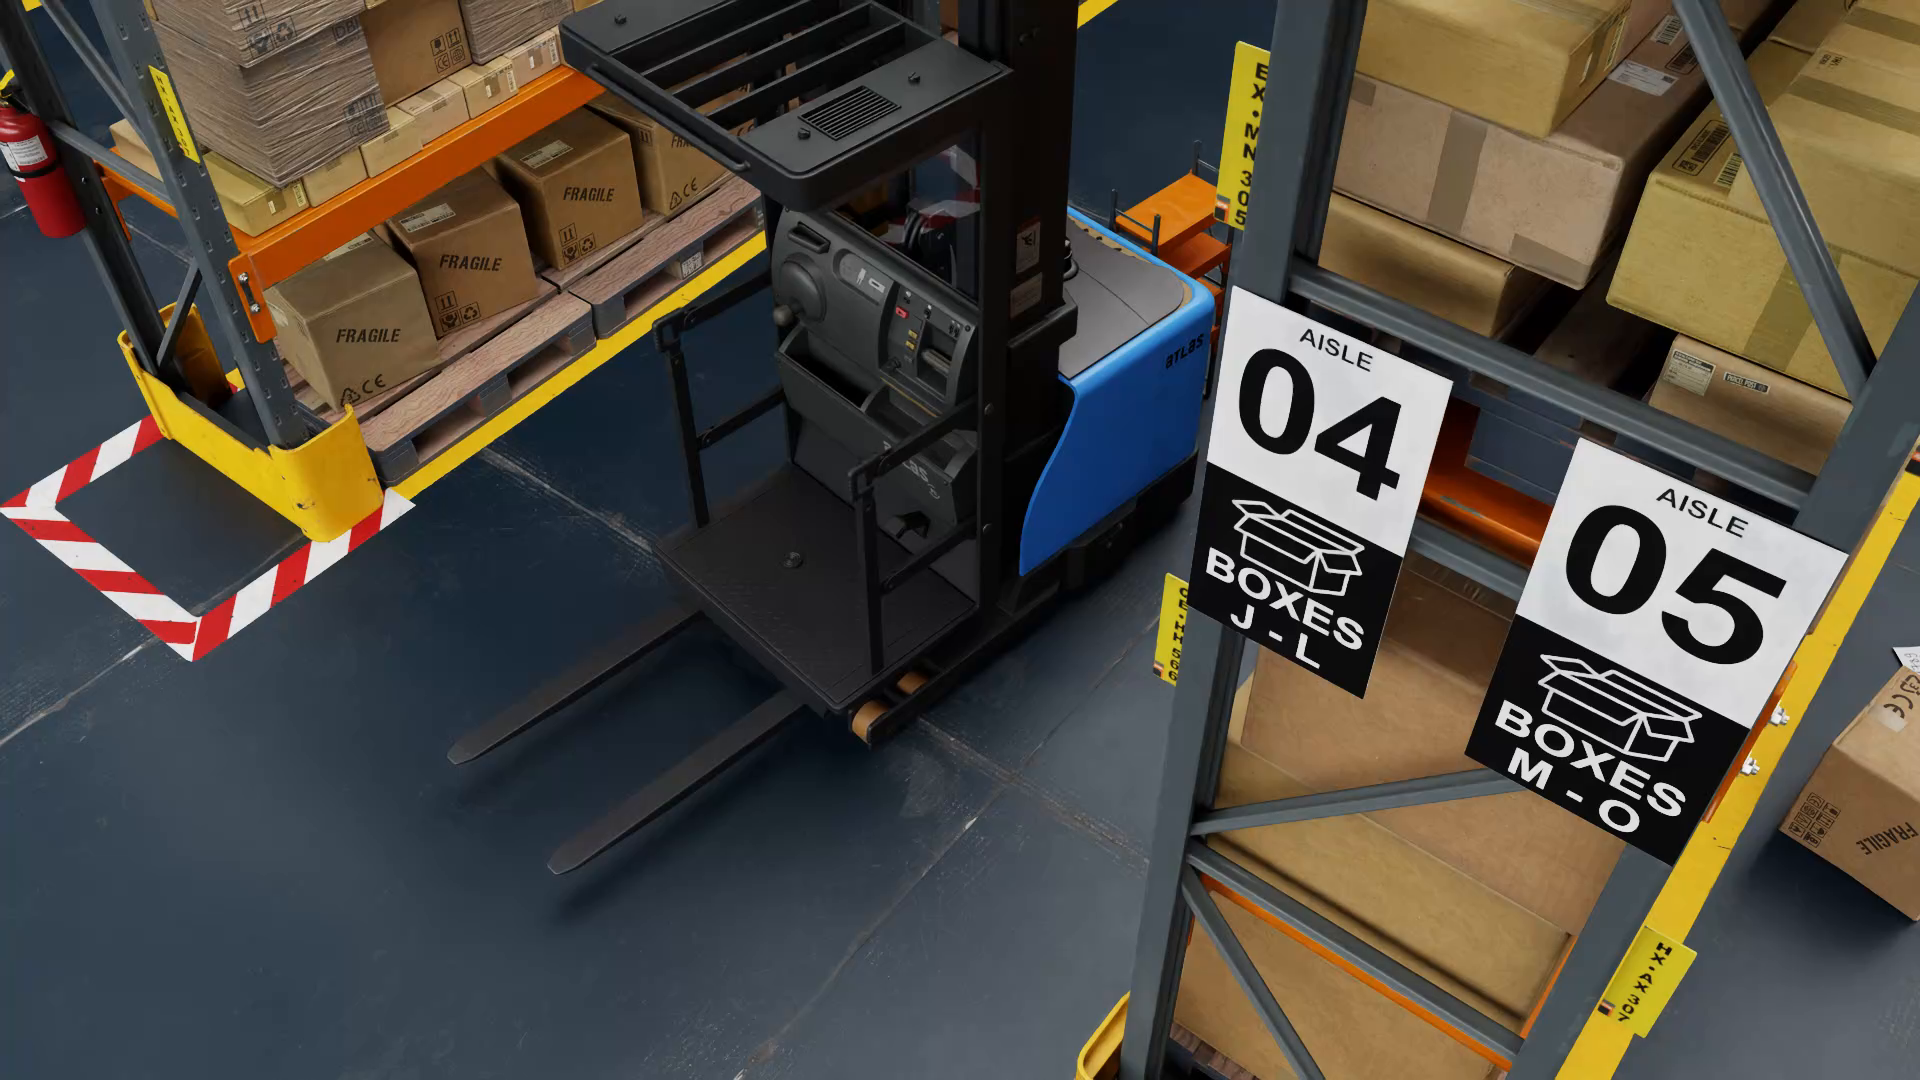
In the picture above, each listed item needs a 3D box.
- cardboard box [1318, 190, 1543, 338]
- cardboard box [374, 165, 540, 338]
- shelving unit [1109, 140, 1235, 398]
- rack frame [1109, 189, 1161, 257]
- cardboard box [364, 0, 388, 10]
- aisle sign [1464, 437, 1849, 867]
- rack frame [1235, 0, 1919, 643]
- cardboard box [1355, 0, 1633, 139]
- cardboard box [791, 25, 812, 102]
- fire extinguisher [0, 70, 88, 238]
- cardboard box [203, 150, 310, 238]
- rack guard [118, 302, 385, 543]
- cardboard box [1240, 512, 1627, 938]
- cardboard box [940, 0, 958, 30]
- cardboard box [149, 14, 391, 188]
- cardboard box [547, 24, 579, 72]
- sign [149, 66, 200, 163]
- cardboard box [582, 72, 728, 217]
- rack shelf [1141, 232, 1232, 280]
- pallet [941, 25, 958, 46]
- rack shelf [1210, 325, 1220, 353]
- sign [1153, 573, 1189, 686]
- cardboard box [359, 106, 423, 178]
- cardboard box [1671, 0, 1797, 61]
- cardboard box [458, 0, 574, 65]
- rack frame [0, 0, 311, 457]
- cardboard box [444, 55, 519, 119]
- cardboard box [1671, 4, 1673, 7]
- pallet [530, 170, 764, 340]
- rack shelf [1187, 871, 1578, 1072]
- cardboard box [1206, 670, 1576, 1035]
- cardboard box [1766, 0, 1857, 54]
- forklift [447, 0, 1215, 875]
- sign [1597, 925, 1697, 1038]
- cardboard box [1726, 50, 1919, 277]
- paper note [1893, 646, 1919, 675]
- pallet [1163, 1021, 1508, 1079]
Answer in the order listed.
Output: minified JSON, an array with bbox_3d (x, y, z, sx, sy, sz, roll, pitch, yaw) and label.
[{"bbox_3d":[0.821,-0.537,2.929,0.380,0.149,0.250,29,53,25],"label":"cardboard box"},{"bbox_3d":[-2.244,-1.308,7.363,0.500,0.500,0.500,-29,53,-25],"label":"cardboard box"},{"bbox_3d":[0.845,-0.987,6.863,0.503,1.200,0.258,-35,55,-29],"label":"shelving unit"},{"bbox_3d":[0.668,-0.865,6.746,0.015,1.200,0.240,-35,55,-29],"label":"rack frame"},{"bbox_3d":[-2.114,-2.279,5.886,0.500,0.500,0.500,29,53,25],"label":"cardboard box"},{"bbox_3d":[1.080,0.207,2.680,0.394,0.787,0.004,29,53,25],"label":"aisle sign"},{"bbox_3d":[0.886,-1.141,1.616,1.000,3.000,0.127,29,53,25],"label":"rack frame"},{"bbox_3d":[0.823,-0.815,2.643,0.380,0.149,0.250,30,53,25],"label":"cardboard box"},{"bbox_3d":[-0.808,-2.678,8.672,0.500,0.500,0.500,28,52,24],"label":"cardboard box"},{"bbox_3d":[-3.412,-1.430,6.096,0.296,0.674,0.183,29,53,25],"label":"fire extinguisher"},{"bbox_3d":[-2.615,-1.290,6.081,0.380,0.149,0.250,29,53,25],"label":"cardboard box"},{"bbox_3d":[-2.931,-0.499,6.881,1.175,0.500,0.348,29,53,25],"label":"rack guard"},{"bbox_3d":[1.143,0.312,3.527,0.875,0.550,0.550,29,53,25],"label":"cardboard box"},{"bbox_3d":[-0.140,-3.238,9.193,0.700,0.500,0.500,25,51,22],"label":"cardboard box"},{"bbox_3d":[-2.620,-1.759,6.081,0.875,0.500,0.500,29,53,25],"label":"cardboard box"},{"bbox_3d":[-1.621,-2.105,6.860,0.380,0.149,0.250,29,53,25],"label":"cardboard box"},{"bbox_3d":[-2.548,-1.378,5.393,0.100,0.325,0.005,29,53,25],"label":"sign"},{"bbox_3d":[-1.470,-1.957,7.983,0.500,0.500,0.500,25,51,22],"label":"cardboard box"},{"bbox_3d":[0.845,-1.095,6.750,0.480,0.148,0.258,-35,55,-29],"label":"rack shelf"},{"bbox_3d":[-0.057,-3.091,9.556,1.003,0.211,1.213,29,53,25],"label":"pallet"},{"bbox_3d":[0.845,-0.803,7.055,0.480,0.148,0.258,-35,55,-29],"label":"rack shelf"},{"bbox_3d":[0.465,0.202,3.518,0.100,0.325,0.005,29,53,25],"label":"sign"},{"bbox_3d":[-2.282,-1.561,6.340,0.380,0.149,0.250,29,53,25],"label":"cardboard box"},{"bbox_3d":[1.270,-1.024,3.118,0.500,0.250,0.500,29,53,25],"label":"cardboard box"},{"bbox_3d":[-2.069,-2.365,6.660,0.875,0.500,0.500,29,53,25],"label":"cardboard box"},{"bbox_3d":[-2.978,-1.319,5.936,1.000,3.000,0.127,29,53,25],"label":"rack frame"},{"bbox_3d":[-1.987,-1.853,6.619,0.380,0.149,0.250,29,53,25],"label":"cardboard box"},{"bbox_3d":[1.134,-1.104,2.919,0.380,0.149,0.250,30,53,26],"label":"cardboard box"},{"bbox_3d":[-1.660,-1.544,8.078,1.003,0.211,1.213,29,53,25],"label":"pallet"},{"bbox_3d":[2.108,0.036,5.139,1.077,0.370,4.000,29,53,25],"label":"rack shelf"},{"bbox_3d":[1.077,0.647,3.953,0.875,0.550,0.550,29,53,25],"label":"cardboard box"},{"bbox_3d":[1.693,-0.789,2.893,0.500,0.250,0.500,29,53,25],"label":"cardboard box"},{"bbox_3d":[-0.450,-0.701,5.392,3.031,2.935,1.130,-35,55,-29],"label":"forklift"},{"bbox_3d":[1.321,0.854,3.206,0.100,0.325,0.005,29,53,25],"label":"sign"},{"bbox_3d":[1.341,-0.523,2.363,0.380,0.149,0.250,30,53,25],"label":"cardboard box"},{"bbox_3d":[3.637,0.453,6.296,0.147,0.020,0.142,-2,46,-2],"label":"paper note"},{"bbox_3d":[1.313,1.403,5.264,1.003,0.211,1.213,29,53,25],"label":"pallet"}]
